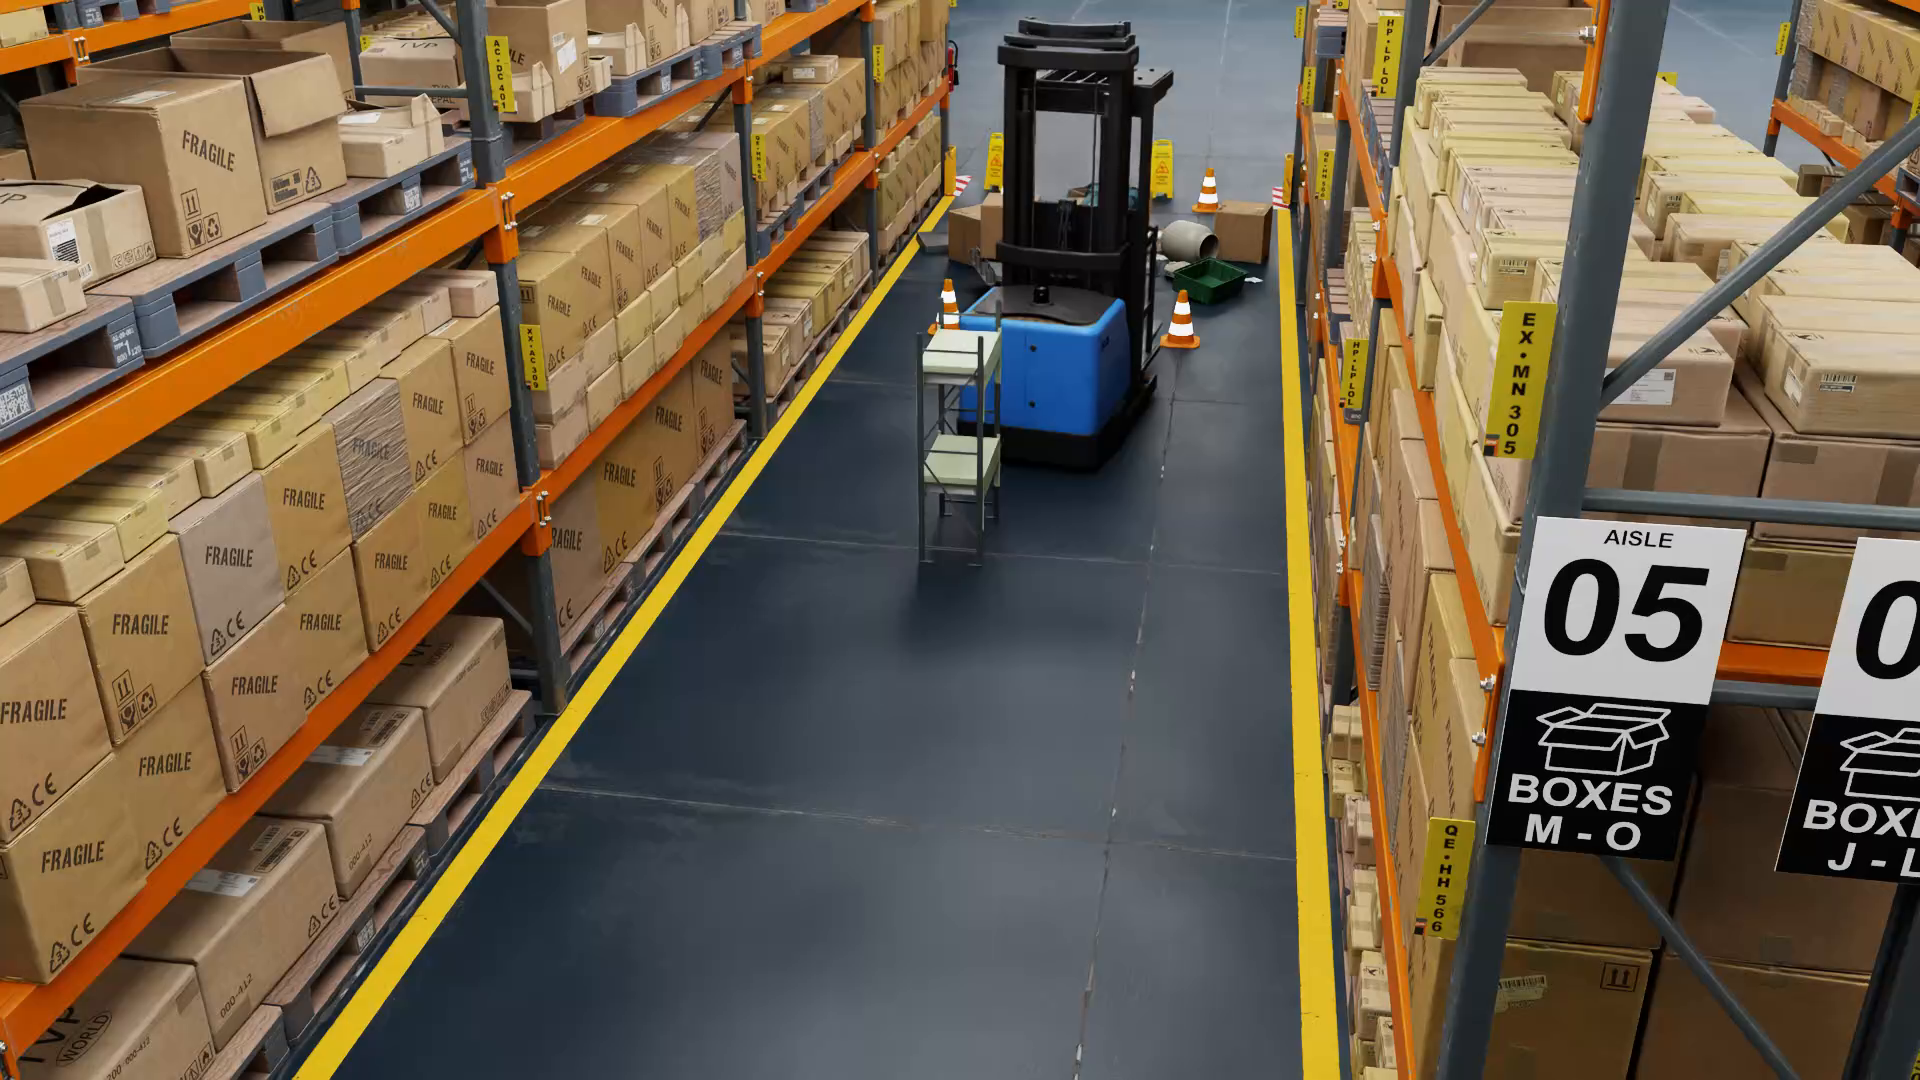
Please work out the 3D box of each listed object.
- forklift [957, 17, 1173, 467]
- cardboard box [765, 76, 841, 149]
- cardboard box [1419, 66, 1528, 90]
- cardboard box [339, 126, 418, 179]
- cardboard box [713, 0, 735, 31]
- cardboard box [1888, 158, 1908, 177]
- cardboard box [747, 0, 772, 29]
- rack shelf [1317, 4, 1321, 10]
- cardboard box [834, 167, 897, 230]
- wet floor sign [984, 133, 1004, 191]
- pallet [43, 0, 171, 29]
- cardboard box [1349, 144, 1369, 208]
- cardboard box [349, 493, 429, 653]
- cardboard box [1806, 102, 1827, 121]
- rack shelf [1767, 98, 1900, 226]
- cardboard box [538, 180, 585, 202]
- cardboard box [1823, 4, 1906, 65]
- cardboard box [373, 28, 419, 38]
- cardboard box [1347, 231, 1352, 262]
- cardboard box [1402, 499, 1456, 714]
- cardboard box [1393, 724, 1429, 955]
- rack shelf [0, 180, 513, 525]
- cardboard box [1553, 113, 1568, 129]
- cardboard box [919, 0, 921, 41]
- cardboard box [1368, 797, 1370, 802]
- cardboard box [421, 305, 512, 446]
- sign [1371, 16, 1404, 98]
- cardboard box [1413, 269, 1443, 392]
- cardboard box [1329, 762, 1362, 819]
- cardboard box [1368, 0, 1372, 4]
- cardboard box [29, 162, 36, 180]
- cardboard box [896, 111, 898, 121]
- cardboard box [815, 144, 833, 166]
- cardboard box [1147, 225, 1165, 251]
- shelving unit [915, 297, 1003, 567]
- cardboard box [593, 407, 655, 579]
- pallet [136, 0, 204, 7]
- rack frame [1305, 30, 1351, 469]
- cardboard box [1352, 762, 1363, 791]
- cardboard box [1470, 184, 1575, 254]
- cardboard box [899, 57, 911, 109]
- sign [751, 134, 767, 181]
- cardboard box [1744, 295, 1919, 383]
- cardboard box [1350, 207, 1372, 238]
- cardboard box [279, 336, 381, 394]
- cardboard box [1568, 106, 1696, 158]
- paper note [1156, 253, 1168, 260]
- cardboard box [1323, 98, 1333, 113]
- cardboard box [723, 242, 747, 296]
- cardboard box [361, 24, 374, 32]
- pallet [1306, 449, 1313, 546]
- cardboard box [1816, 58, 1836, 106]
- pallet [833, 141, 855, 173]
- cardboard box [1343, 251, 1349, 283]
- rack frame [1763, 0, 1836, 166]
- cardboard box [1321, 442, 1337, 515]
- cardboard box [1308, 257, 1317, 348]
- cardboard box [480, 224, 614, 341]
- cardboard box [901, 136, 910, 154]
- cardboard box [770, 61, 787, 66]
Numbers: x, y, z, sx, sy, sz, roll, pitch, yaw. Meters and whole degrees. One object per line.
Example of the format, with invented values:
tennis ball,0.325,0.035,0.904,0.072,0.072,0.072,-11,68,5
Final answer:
forklift,0.928,-2.438,12.501,1.130,2.935,3.031,8,26,17
cardboard box,-1.304,-3.566,13.866,0.500,0.500,0.500,5,26,10
cardboard box,2.021,-1.774,6.580,0.380,0.149,0.250,4,25,8
cardboard box,-2.424,-1.562,6.694,0.380,0.149,0.250,5,25,10
cardboard box,-1.851,-3.582,10.709,0.797,0.503,0.637,2,25,5
cardboard box,8.288,-3.242,14.433,0.380,0.149,0.250,4,25,9
cardboard box,-1.774,-3.954,12.003,0.700,0.500,0.500,4,25,9
rack shelf,3.942,-5.396,16.050,1.077,0.370,4.000,4,25,9
cardboard box,-0.922,-3.340,16.211,0.500,0.500,0.500,5,26,11
wet floor sign,0.456,-4.440,19.474,0.267,0.644,0.232,13,28,26
pallet,-6.813,-4.060,12.570,1.213,0.211,1.003,5,26,11
cardboard box,3.045,-2.539,11.339,0.700,0.500,0.500,4,25,8
cardboard box,-2.562,0.111,6.856,0.500,0.500,0.500,4,25,8
cardboard box,8.728,-4.285,16.662,0.380,0.149,0.250,4,25,9
rack shelf,8.819,-3.652,15.862,1.077,0.370,4.000,4,25,9
cardboard box,-2.517,-1.829,9.822,0.500,0.500,0.500,4,25,9
cardboard box,8.618,-4.818,15.856,0.500,0.500,0.500,4,25,9
cardboard box,-5.707,-5.080,16.831,0.380,0.149,0.250,5,25,10
cardboard box,2.685,-1.877,10.672,0.380,0.149,0.250,5,26,11
cardboard box,1.643,0.220,5.093,0.500,0.500,0.500,5,26,11
cardboard box,1.563,0.891,4.839,0.500,0.500,0.500,4,25,8
rack shelf,-2.919,-0.678,5.971,1.077,0.370,4.000,4,25,9
cardboard box,2.483,-1.487,6.439,0.500,0.250,0.500,3,25,6
cardboard box,-0.789,-5.274,16.831,0.700,0.500,0.500,4,25,8
cardboard box,1.931,1.111,7.004,0.380,0.149,0.250,3,25,7
cardboard box,-2.397,-0.763,7.545,0.500,0.500,0.500,4,25,8
sign,1.760,-1.989,6.849,0.100,0.325,0.005,4,25,9
cardboard box,1.706,-0.652,5.242,0.500,0.250,0.500,5,26,11
cardboard box,1.888,1.161,7.598,0.380,0.149,0.250,5,26,10
cardboard box,2.539,-3.239,9.572,0.396,0.266,0.258,4,25,9
cardboard box,-7.037,-2.863,12.915,0.500,0.250,0.500,5,25,10
cardboard box,-0.826,-4.261,16.610,0.380,0.149,0.250,4,25,8
cardboard box,-1.277,-3.244,13.943,0.380,0.149,0.250,4,25,8
cardboard box,2.079,-3.135,17.135,0.396,0.266,0.258,8,26,18
shelving unit,0.001,-0.682,10.438,0.431,1.500,0.755,4,25,9
cardboard box,-2.430,-0.353,9.977,0.875,0.875,0.875,5,26,10
pallet,-6.633,-4.528,13.570,1.003,0.211,1.213,5,26,11
rack frame,2.962,-1.854,11.173,1.000,3.000,0.127,4,25,9
cardboard box,1.980,1.027,7.535,0.380,0.149,0.250,4,25,9
cardboard box,1.659,-0.899,4.710,0.380,0.149,0.250,5,25,10
cardboard box,-0.784,-4.593,16.555,0.500,0.500,0.500,4,25,8
sign,-1.390,-2.642,11.490,0.100,0.325,0.005,4,25,9
cardboard box,1.991,-0.431,3.711,0.380,0.149,0.250,5,26,11
cardboard box,2.694,-2.018,10.623,0.380,0.149,0.250,4,25,9
cardboard box,-2.558,-0.702,6.649,0.380,0.149,0.250,4,25,8
cardboard box,2.336,-1.411,5.805,0.380,0.149,0.250,5,26,10
paper note,2.032,-2.874,16.862,0.172,0.023,0.155,13,28,26
cardboard box,3.664,-3.750,15.046,0.875,0.550,0.550,4,25,9
cardboard box,-1.765,-1.857,11.357,0.500,0.250,0.500,3,25,7
cardboard box,-6.275,-5.228,17.147,0.380,0.149,0.250,4,25,8
pallet,2.833,-0.264,11.066,1.003,0.211,1.213,4,25,9
cardboard box,9.066,-4.548,16.460,0.875,0.500,0.500,4,25,9
pallet,-1.553,-3.431,14.768,1.003,0.211,1.213,4,25,9
cardboard box,2.689,-1.757,10.767,0.380,0.149,0.250,4,25,8
rack frame,9.146,-4.814,17.496,1.000,3.000,0.127,4,25,9
cardboard box,2.350,-0.344,9.515,0.500,0.250,0.500,3,25,6
cardboard box,3.441,-2.029,13.705,1.050,0.750,0.750,4,25,9
cardboard box,-2.181,-1.359,8.817,0.500,0.500,0.500,4,25,8
cardboard box,-0.719,-4.010,16.877,0.380,0.149,0.250,5,26,12
cardboard box,-1.644,-4.022,14.839,0.500,0.500,0.500,5,25,10
